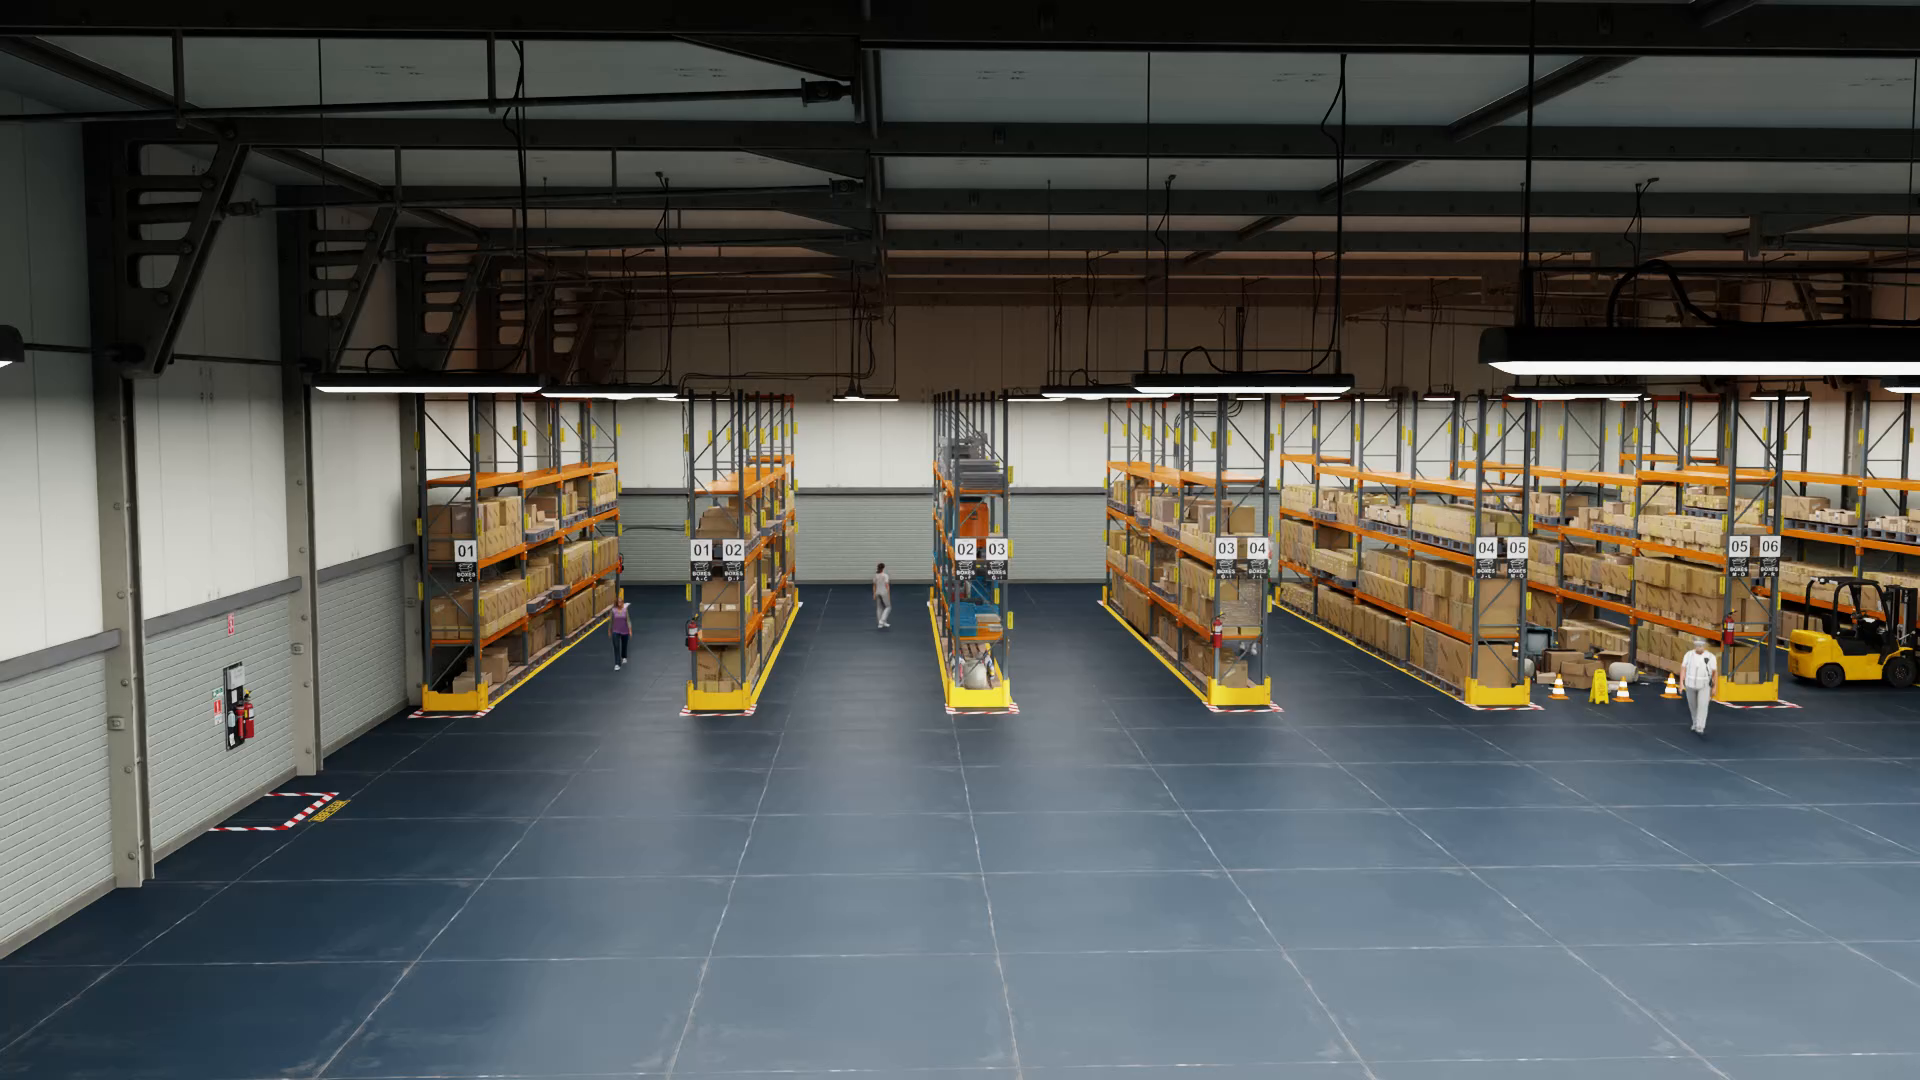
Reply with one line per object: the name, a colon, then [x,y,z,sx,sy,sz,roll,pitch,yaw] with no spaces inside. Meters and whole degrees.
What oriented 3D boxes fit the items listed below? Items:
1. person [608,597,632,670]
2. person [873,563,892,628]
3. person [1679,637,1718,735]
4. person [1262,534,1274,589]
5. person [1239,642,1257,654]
person: [-7.371,1.999,36.033,0.523,1.535,1.009,-1,5,-11]
person: [-2.018,1.421,42.605,0.495,1.669,0.504,2,5,26]
person: [12.739,2.514,28.752,0.564,1.689,1.107,4,6,39]
person: [9.408,0.628,51.290,0.442,1.788,0.595,-2,5,-25]
person: [6.615,1.718,38.273,0.678,1.713,1.142,0,5,1]
